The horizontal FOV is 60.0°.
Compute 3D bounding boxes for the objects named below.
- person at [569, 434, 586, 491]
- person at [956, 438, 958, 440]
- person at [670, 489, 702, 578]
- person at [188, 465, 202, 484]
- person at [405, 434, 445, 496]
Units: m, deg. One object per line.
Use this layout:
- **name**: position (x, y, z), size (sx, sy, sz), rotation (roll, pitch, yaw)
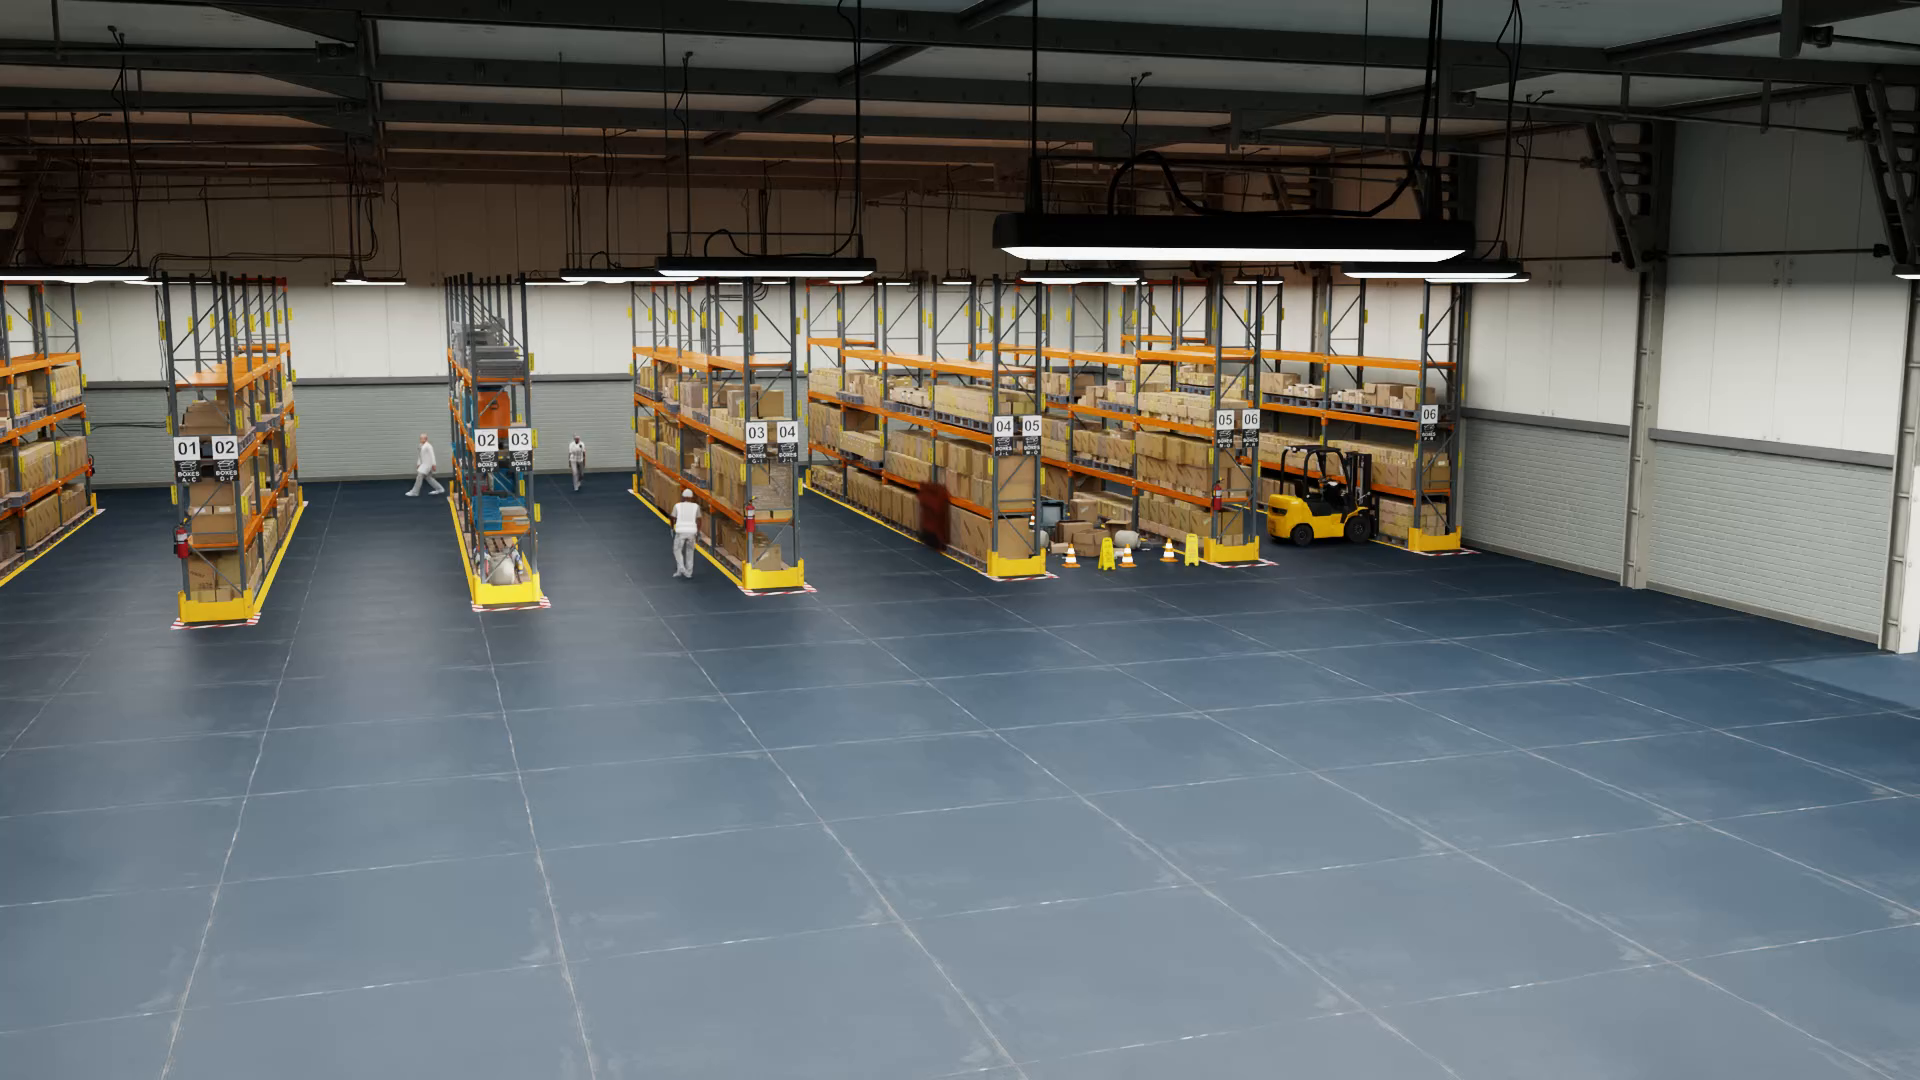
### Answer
- **person**: position (-10.916, -2.243, 47.423), size (0.454, 1.622, 0.863), rotation (-3, 9, -20)
- **person**: position (-0.033, -2.004, 46.201), size (0.372, 1.577, 0.446), rotation (5, 10, 30)
- **person**: position (-5.432, -0.119, 33.060), size (0.630, 1.760, 0.721), rotation (-3, 9, -17)
- **person**: position (-19.641, -1.593, 42.709), size (0.676, 1.785, 0.535), rotation (3, 9, 21)
- **person**: position (-14.877, -2.080, 46.130), size (1.110, 1.715, 0.564), rotation (-5, 10, -32)
